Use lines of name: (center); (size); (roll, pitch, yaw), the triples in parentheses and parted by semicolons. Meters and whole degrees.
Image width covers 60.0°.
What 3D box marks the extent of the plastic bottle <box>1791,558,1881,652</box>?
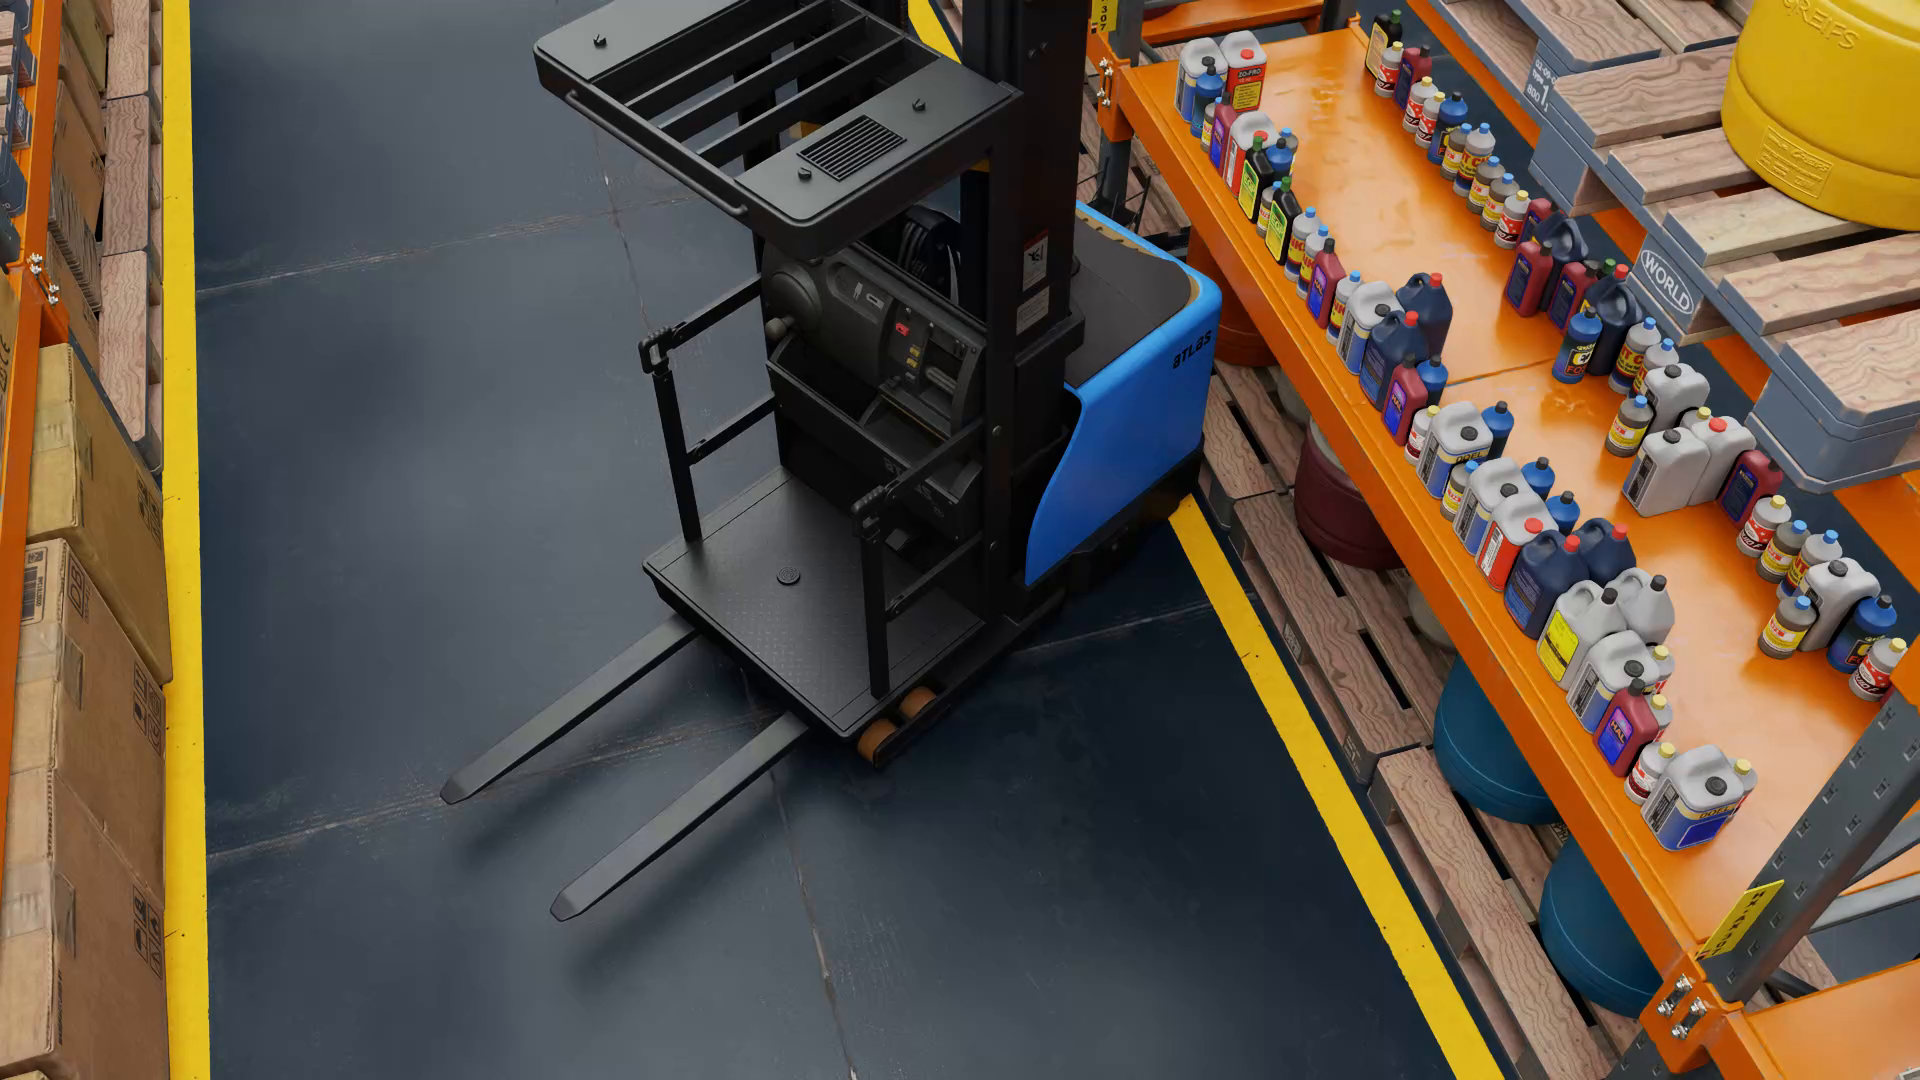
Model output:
plastic bottle: (2.367, 0.161, 4.523); (0.152, 0.276, 0.135); (-13, 51, -11)

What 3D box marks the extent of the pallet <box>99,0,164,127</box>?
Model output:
pallet: (-4.617, -2.444, 8.462); (1.003, 0.211, 1.213); (-13, 51, -11)

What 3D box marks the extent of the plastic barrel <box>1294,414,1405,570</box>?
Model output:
plastic barrel: (1.561, -0.289, 6.124); (0.600, 0.588, 0.708); (-13, 51, -11)

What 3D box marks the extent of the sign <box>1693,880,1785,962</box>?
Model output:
sign: (1.722, 0.846, 3.683); (0.100, 0.325, 0.005); (-13, 51, -11)

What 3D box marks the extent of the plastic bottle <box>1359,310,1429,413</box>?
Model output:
plastic bottle: (1.338, -0.574, 5.094); (0.144, 0.351, 0.185); (-13, 51, -11)

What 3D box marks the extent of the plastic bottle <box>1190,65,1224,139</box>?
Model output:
plastic bottle: (0.893, -1.588, 6.000); (0.097, 0.271, 0.097); (0, 50, 0)

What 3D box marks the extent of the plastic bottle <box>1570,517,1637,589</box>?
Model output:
plastic bottle: (1.747, 0.063, 4.557); (0.144, 0.351, 0.185); (-13, 51, -11)

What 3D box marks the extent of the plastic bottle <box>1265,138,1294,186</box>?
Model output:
plastic bottle: (1.088, -1.263, 5.727); (0.097, 0.271, 0.097); (0, 50, 0)

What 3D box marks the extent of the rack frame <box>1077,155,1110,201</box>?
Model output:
rack frame: (0.464, -1.155, 6.898); (0.006, 0.900, 0.240); (32, 44, 24)

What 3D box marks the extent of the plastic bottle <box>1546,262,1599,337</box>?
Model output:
plastic bottle: (1.967, -0.791, 5.321); (0.061, 0.283, 0.133); (-13, 51, -11)

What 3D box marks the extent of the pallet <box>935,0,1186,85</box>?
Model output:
pallet: (0.516, -2.674, 8.656); (1.003, 0.211, 1.213); (-13, 51, -11)

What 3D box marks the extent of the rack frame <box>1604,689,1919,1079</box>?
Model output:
rack frame: (2.249, 0.812, 3.893); (1.000, 3.000, 0.127); (-13, 51, -11)

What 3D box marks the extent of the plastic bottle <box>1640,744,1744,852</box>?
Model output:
plastic bottle: (1.823, 0.638, 4.121); (0.152, 0.276, 0.135); (-13, 51, -11)

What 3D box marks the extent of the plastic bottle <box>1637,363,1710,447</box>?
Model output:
plastic bottle: (2.133, -0.417, 5.011); (0.152, 0.276, 0.135); (-13, 51, -11)

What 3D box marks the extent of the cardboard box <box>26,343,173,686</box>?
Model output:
cardboard box: (-3.482, 0.069, 5.635); (1.225, 0.875, 0.875); (-15, 52, -13)

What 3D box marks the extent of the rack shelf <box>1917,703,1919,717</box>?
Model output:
rack shelf: (2.840, 1.538, 1.790); (1.077, 0.370, 4.000); (-13, 51, -11)

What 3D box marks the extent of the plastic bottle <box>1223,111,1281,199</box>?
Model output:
plastic bottle: (1.022, -1.342, 5.790); (0.152, 0.276, 0.135); (-13, 51, -11)

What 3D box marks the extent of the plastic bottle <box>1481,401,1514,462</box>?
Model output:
plastic bottle: (1.571, -0.305, 4.919); (0.097, 0.271, 0.097); (0, 50, 0)

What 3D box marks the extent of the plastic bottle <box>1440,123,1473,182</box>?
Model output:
plastic bottle: (1.764, -1.376, 5.868); (0.097, 0.201, 0.097); (0, 50, 0)

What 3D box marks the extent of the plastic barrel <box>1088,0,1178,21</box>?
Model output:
plastic barrel: (0.639, -2.423, 6.532); (0.600, 0.536, 0.708); (-13, 51, -11)

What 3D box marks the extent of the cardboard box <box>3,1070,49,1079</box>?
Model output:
cardboard box: (-2.691, 2.019, 3.991); (1.225, 0.875, 0.875); (-13, 51, -11)

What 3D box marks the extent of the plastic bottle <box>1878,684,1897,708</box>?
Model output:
plastic bottle: (2.508, 0.388, 4.327); (0.061, 0.283, 0.133); (-13, 51, -11)

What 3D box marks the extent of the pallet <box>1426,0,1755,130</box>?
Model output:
pallet: (1.585, -1.472, 3.980); (1.003, 0.211, 1.213); (-13, 51, -11)

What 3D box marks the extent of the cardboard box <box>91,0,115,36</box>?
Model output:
cardboard box: (-4.688, -2.793, 8.280); (0.700, 0.500, 0.500); (-17, 52, -14)

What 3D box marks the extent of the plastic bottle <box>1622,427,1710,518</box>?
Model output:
plastic bottle: (2.056, -0.214, 4.839); (0.152, 0.276, 0.135); (-13, 51, -11)

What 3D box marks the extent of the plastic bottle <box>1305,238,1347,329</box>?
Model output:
plastic bottle: (1.183, -0.828, 5.352); (0.061, 0.283, 0.133); (-13, 51, -11)

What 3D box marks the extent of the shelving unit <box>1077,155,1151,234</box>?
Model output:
shelving unit: (0.542, -1.106, 6.856); (0.210, 0.900, 0.258); (32, 44, 24)

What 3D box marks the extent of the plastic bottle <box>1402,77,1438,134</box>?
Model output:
plastic bottle: (1.678, -1.589, 6.047); (0.097, 0.201, 0.097); (0, 50, 0)

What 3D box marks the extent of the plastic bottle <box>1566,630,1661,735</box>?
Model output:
plastic bottle: (1.715, 0.371, 4.346); (0.152, 0.276, 0.135); (-13, 51, -11)

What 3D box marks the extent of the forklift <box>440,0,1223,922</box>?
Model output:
forklift: (-0.438, -0.603, 5.131); (1.130, 2.935, 3.031); (37, 59, 27)

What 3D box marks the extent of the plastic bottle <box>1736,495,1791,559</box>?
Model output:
plastic bottle: (2.302, -0.048, 4.748); (0.097, 0.201, 0.097); (0, 50, 0)

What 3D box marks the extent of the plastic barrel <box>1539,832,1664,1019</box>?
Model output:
plastic barrel: (2.104, 0.952, 4.873); (0.600, 0.901, 0.708); (-13, 51, -11)

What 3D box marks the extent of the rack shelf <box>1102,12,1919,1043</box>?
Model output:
rack shelf: (1.657, -0.416, 5.399); (1.077, 0.370, 4.000); (-13, 51, -11)

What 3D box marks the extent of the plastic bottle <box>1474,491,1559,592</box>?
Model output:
plastic bottle: (1.566, 0.002, 4.657); (0.152, 0.276, 0.135); (-13, 51, -11)

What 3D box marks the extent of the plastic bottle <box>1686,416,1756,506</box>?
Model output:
plastic bottle: (2.202, -0.248, 4.868); (0.152, 0.276, 0.135); (-13, 51, -11)

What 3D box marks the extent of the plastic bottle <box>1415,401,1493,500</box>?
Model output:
plastic bottle: (1.458, -0.265, 4.882); (0.152, 0.276, 0.135); (-13, 51, -11)

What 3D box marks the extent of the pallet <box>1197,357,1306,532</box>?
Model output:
pallet: (1.339, -0.644, 6.944); (1.003, 0.211, 1.213); (-13, 51, -11)

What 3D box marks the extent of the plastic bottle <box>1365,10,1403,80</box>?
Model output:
plastic bottle: (1.593, -1.872, 6.233); (0.061, 0.283, 0.133); (-13, 51, -11)

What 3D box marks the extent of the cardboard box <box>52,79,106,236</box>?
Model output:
cardboard box: (-4.234, -1.625, 7.295); (0.700, 0.500, 0.500); (-9, 51, -8)

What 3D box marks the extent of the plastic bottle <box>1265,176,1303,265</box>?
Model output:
plastic bottle: (1.086, -1.068, 5.554); (0.061, 0.283, 0.133); (-13, 51, -11)

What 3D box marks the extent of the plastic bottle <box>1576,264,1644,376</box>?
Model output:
plastic bottle: (2.032, -0.701, 5.201); (0.144, 0.351, 0.185); (-13, 51, -11)

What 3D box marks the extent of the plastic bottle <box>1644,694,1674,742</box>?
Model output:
plastic bottle: (1.781, 0.472, 4.310); (0.097, 0.201, 0.097); (0, 50, 0)

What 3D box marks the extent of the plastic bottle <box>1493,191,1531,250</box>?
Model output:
plastic bottle: (1.879, -1.091, 5.628); (0.097, 0.201, 0.097); (0, 50, 0)
